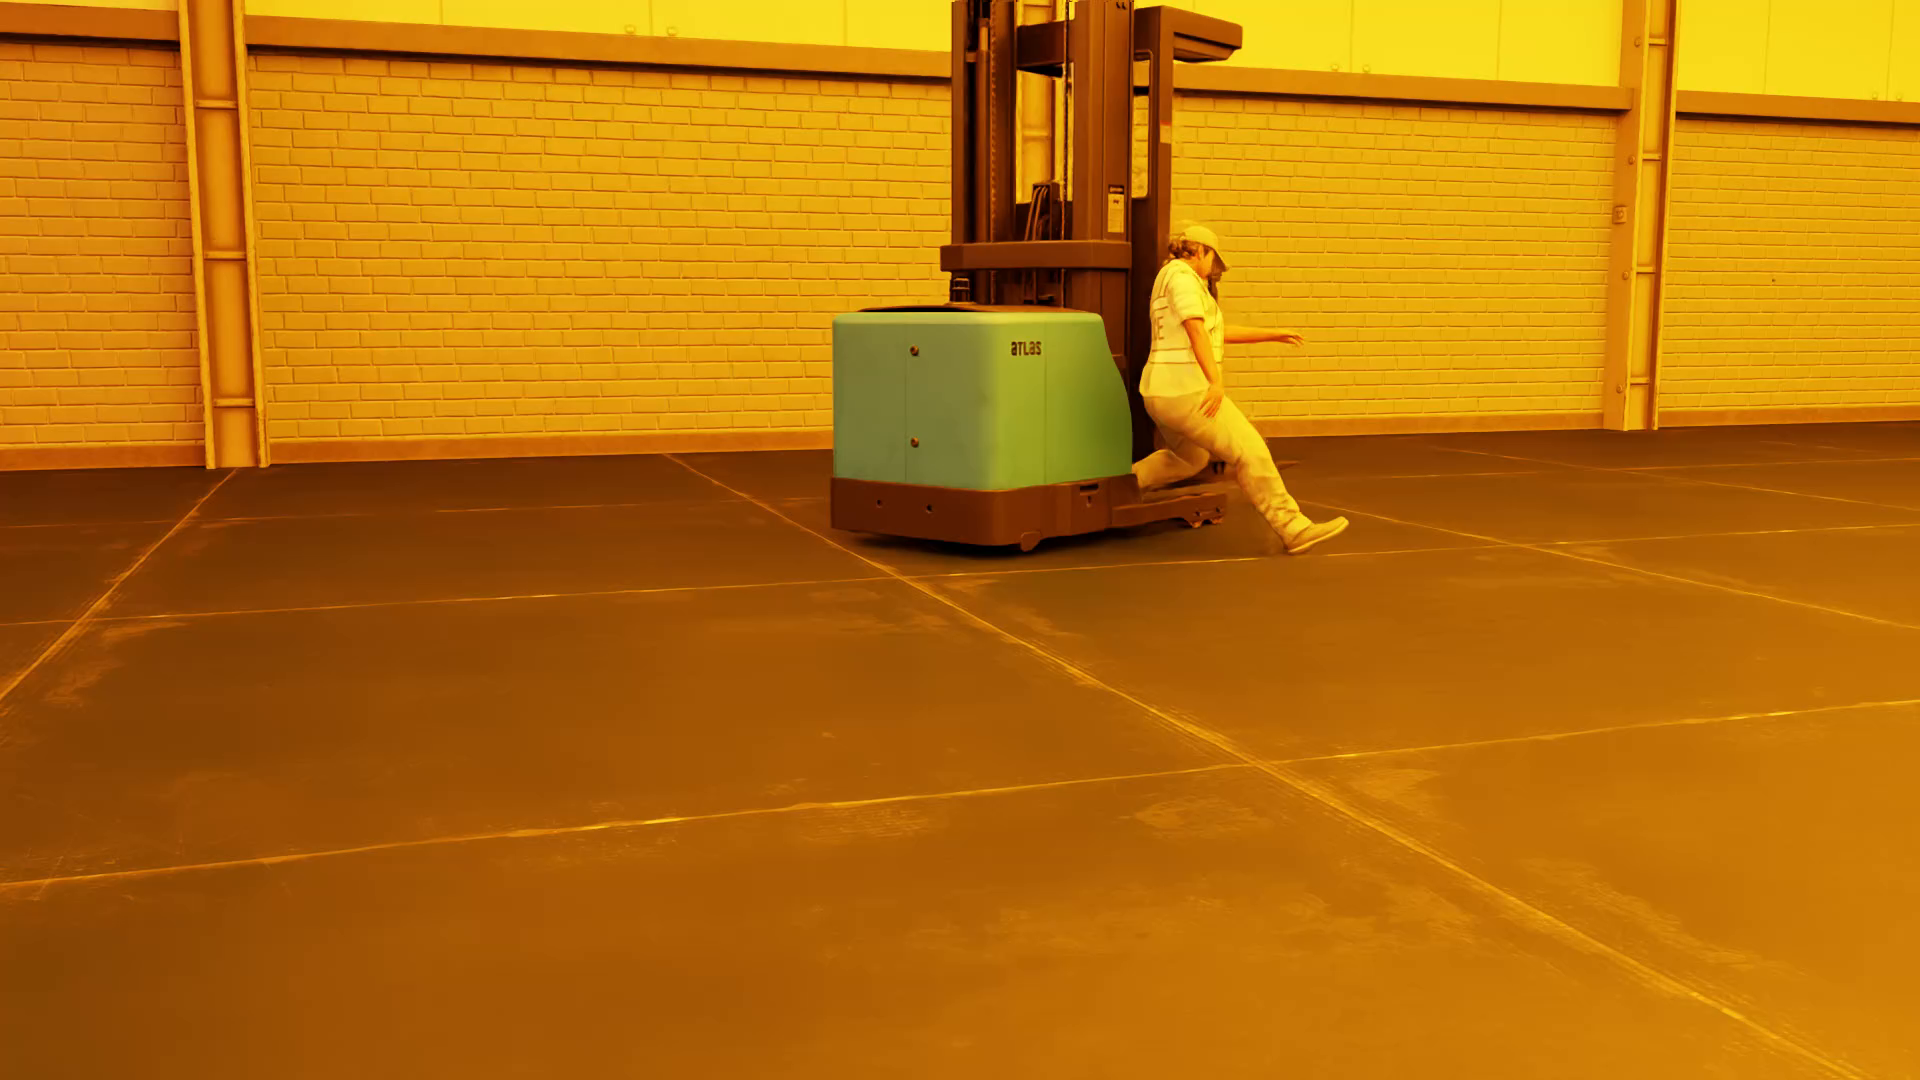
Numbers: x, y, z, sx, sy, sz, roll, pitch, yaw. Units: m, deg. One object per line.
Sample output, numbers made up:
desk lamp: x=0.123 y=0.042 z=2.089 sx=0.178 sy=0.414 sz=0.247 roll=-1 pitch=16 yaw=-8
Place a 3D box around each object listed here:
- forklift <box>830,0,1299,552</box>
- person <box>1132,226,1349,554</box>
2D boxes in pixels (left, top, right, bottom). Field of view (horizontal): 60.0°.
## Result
forklift: x=0.723 y=-1.552 z=8.457 sx=1.130 sy=2.935 sz=3.031 roll=6 pitch=10 yaw=40
person: x=1.197 y=-0.701 z=7.672 sx=1.072 sy=1.476 sz=0.916 roll=0 pitch=8 yaw=-2
